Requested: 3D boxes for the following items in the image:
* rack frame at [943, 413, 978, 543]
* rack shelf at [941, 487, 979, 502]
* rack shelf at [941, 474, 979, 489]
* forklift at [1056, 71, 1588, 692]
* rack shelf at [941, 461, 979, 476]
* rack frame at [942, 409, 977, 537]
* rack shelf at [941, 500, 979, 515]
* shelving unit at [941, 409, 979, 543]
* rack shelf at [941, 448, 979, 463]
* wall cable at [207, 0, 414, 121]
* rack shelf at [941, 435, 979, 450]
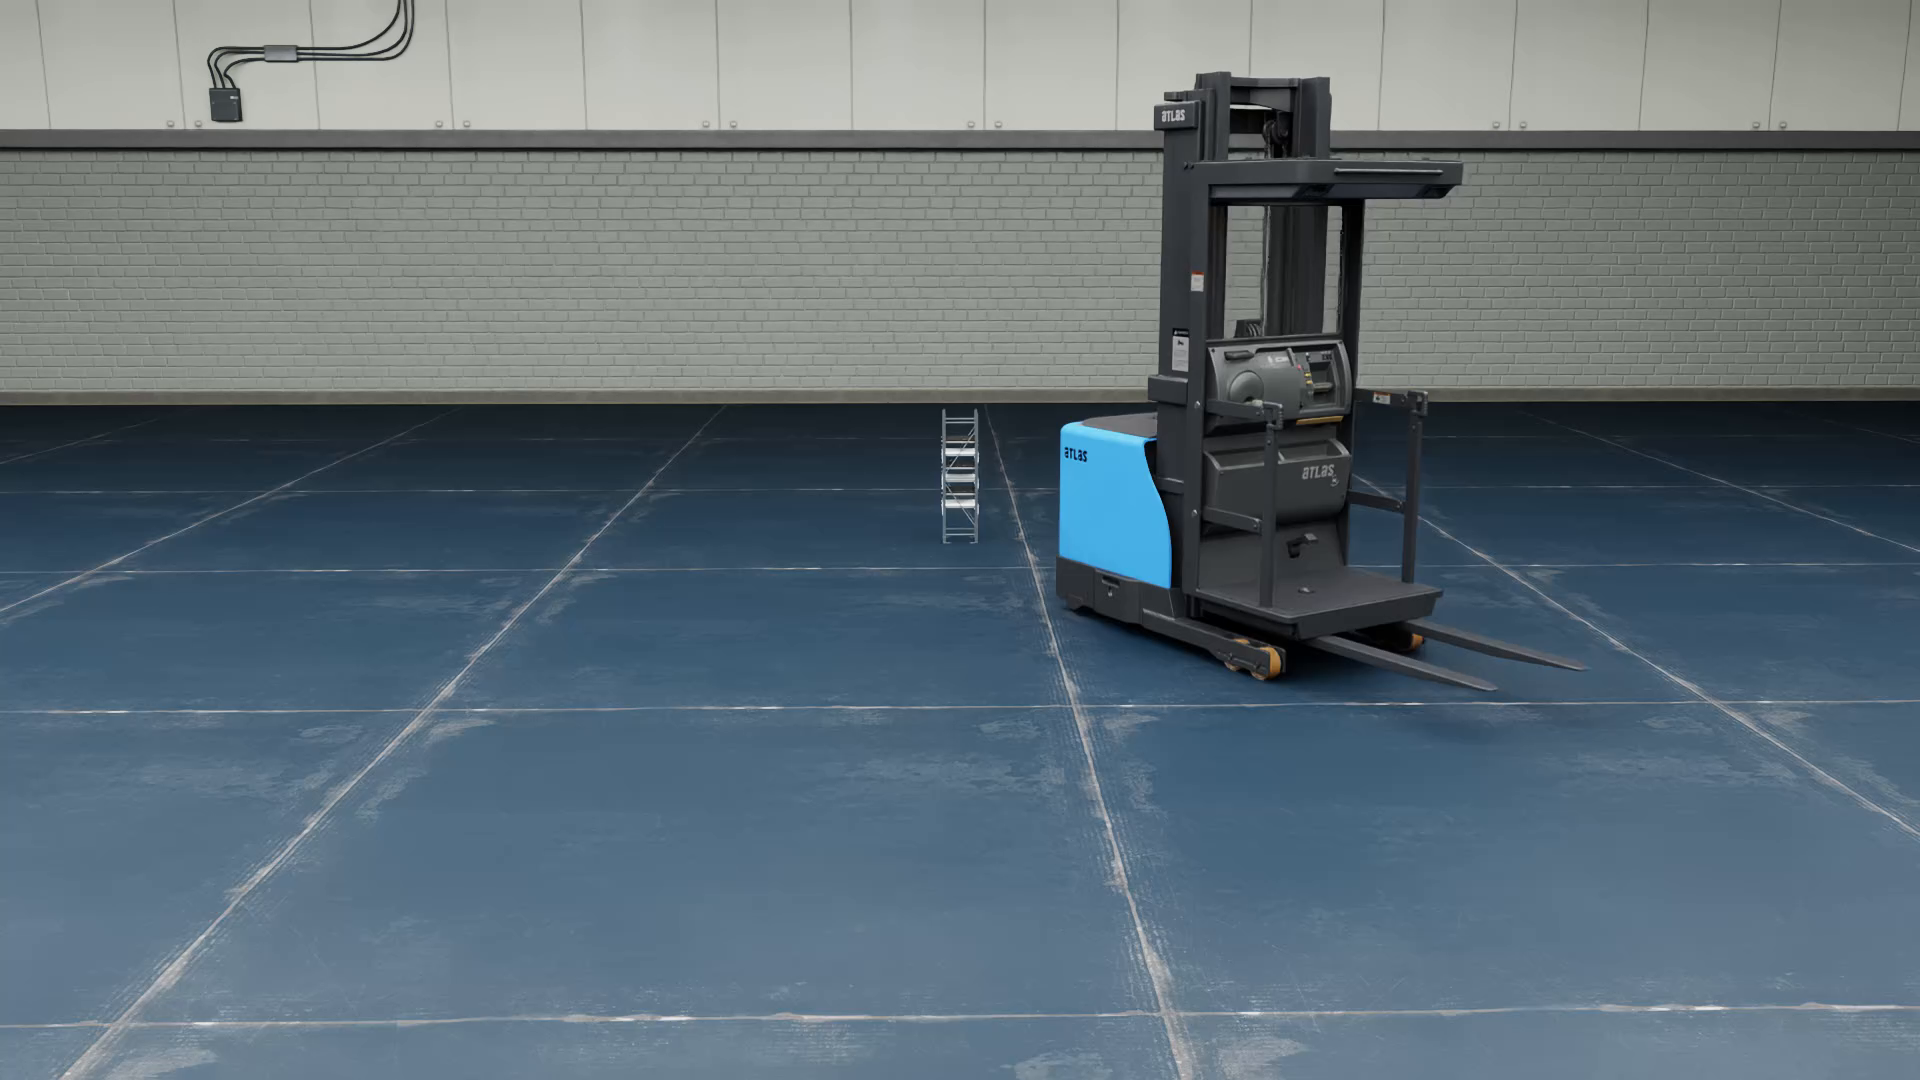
[{"bbox_3d":[0.002,-0.419,11.362,0.240,0.900,0.006,0,11,-1],"label":"rack frame"},{"bbox_3d":[0.000,-0.319,11.486,0.258,0.077,0.200,0,11,-1],"label":"rack shelf"},{"bbox_3d":[0.000,-0.407,11.468,0.258,0.077,0.200,0,11,-1],"label":"rack shelf"},{"bbox_3d":[1.769,-0.854,8.397,1.130,2.935,3.031,-7,14,-32],"label":"forklift"},{"bbox_3d":[0.000,-0.495,11.450,0.258,0.077,0.200,0,11,-1],"label":"rack shelf"},{"bbox_3d":[-0.002,-0.460,11.561,0.240,0.900,0.006,0,11,-1],"label":"rack frame"},{"bbox_3d":[0.000,-0.230,11.504,0.258,0.077,0.200,0,11,-1],"label":"rack shelf"},{"bbox_3d":[0.000,-0.439,11.462,0.258,0.900,0.210,0,11,-1],"label":"shelving unit"},{"bbox_3d":[0.000,-0.583,11.433,0.258,0.077,0.200,0,11,-1],"label":"rack shelf"},{"bbox_3d":[-7.215,-7.644,18.050,2.305,6.003,0.169,0,11,-1],"label":"wall cable"},{"bbox_3d":[0.000,-0.671,11.415,0.258,0.077,0.200,0,11,-1],"label":"rack shelf"}]
